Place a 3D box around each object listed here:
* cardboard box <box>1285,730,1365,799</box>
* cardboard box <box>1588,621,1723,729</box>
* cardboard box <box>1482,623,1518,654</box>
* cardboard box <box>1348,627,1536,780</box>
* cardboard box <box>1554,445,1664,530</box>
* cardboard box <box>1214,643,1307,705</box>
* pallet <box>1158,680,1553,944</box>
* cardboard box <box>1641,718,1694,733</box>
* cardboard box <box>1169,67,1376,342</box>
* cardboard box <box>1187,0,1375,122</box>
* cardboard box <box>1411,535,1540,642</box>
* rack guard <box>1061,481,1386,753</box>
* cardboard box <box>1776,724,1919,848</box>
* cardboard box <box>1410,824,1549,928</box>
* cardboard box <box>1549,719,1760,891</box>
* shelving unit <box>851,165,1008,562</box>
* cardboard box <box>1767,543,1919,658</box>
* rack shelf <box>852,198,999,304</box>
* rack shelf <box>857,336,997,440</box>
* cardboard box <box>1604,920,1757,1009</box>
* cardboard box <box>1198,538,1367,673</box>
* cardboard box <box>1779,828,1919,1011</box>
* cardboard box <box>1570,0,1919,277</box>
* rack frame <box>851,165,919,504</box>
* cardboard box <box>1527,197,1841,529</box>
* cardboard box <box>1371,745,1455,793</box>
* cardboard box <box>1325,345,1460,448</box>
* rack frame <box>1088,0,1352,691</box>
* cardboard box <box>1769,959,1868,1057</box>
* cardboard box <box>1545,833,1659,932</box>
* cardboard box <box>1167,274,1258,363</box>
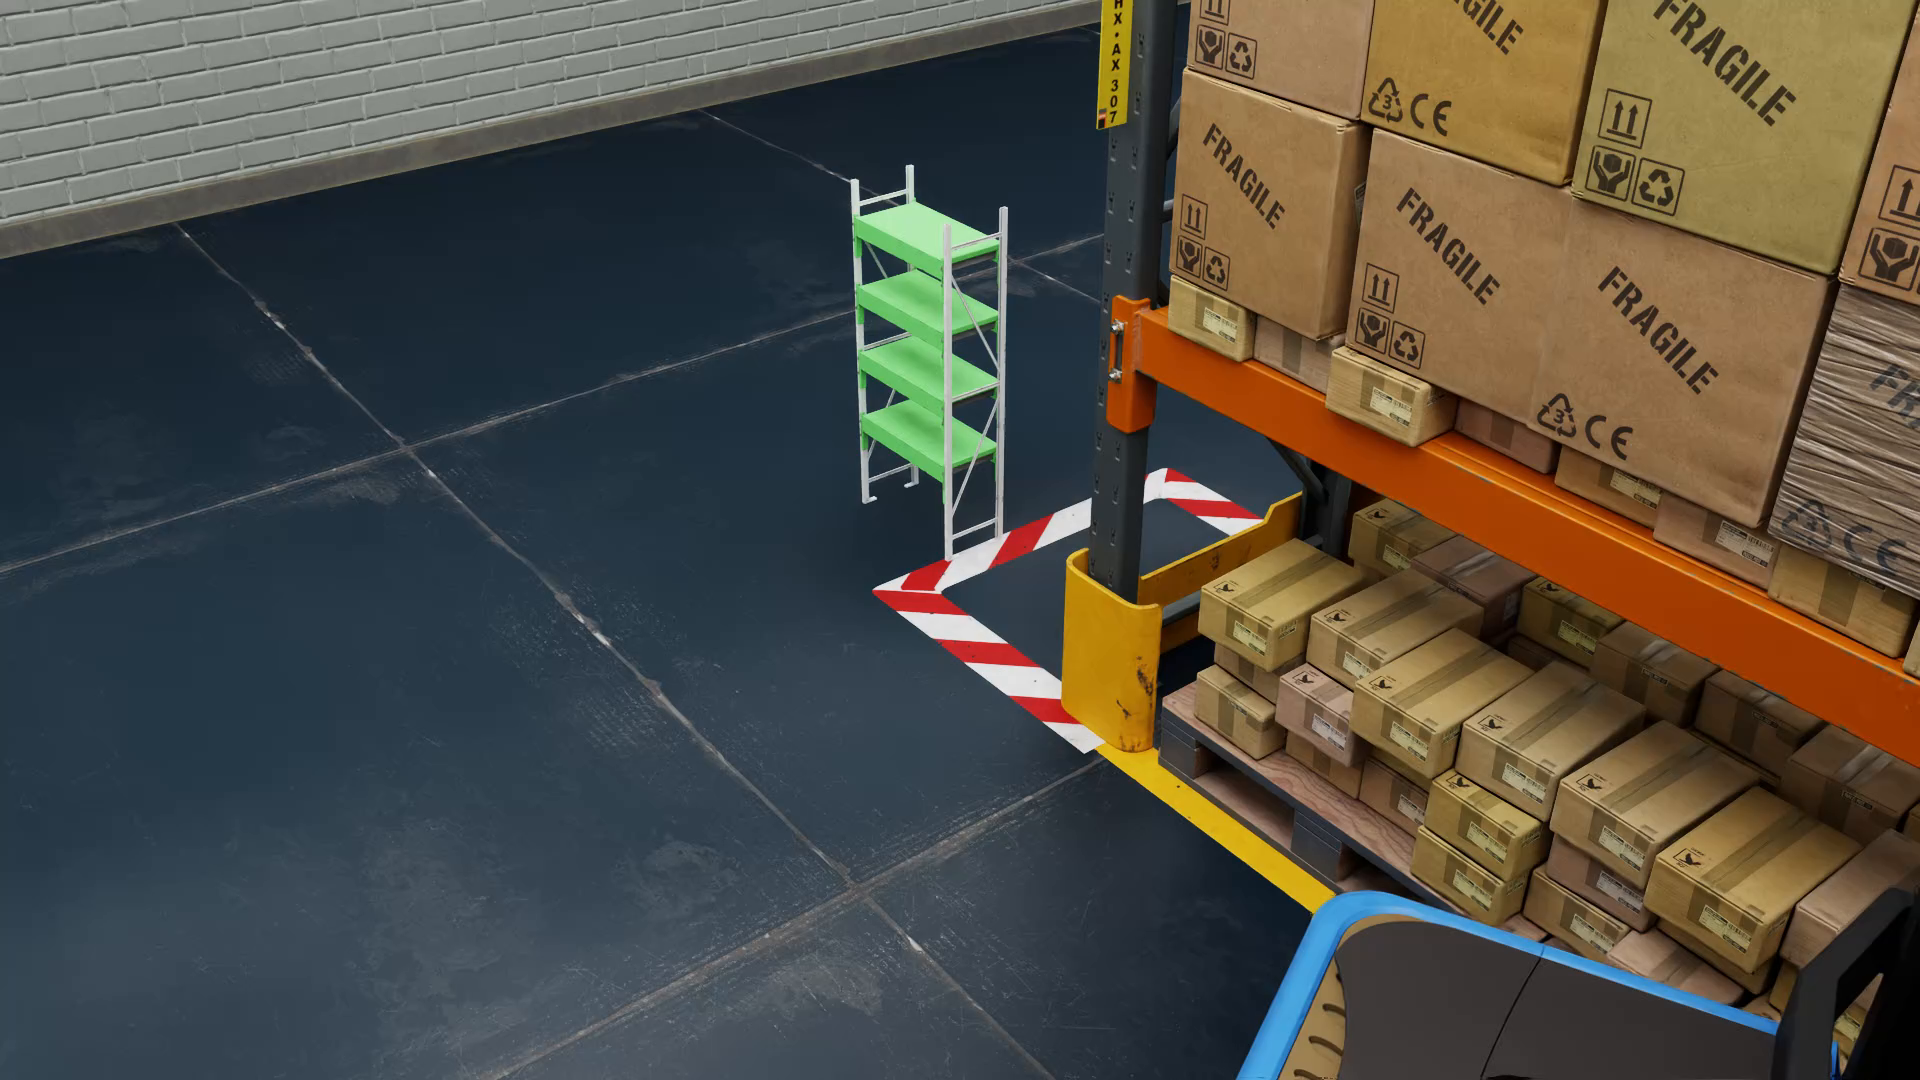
[{"bbox_3d":[1.089,0.495,4.413,0.380,0.149,0.250,-22,38,-32],"label":"cardboard box"},{"bbox_3d":[1.797,0.295,4.171,0.380,0.149,0.250,-24,39,-33],"label":"cardboard box"},{"bbox_3d":[1.462,0.219,4.577,0.380,0.149,0.250,-23,39,-32],"label":"cardboard box"},{"bbox_3d":[1.166,0.389,4.021,0.380,0.149,0.250,-22,38,-32],"label":"cardboard box"},{"bbox_3d":[1.461,-0.187,3.446,0.380,0.149,0.250,-23,38,-32],"label":"cardboard box"},{"bbox_3d":[0.914,0.266,4.501,0.380,0.149,0.250,-21,37,-29],"label":"cardboard box"},{"bbox_3d":[1.312,0.625,4.544,1.003,0.211,1.213,-22,38,-31],"label":"pallet"},{"bbox_3d":[1.748,0.454,4.199,0.380,0.149,0.250,-23,38,-32],"label":"cardboard box"},{"bbox_3d":[0.853,-0.834,3.873,0.500,0.500,0.500,-20,37,-29],"label":"cardboard box"},{"bbox_3d":[0.861,-1.262,3.615,0.500,0.500,0.500,-23,38,-32],"label":"cardboard box"},{"bbox_3d":[1.429,0.100,4.486,0.380,0.149,0.250,-21,38,-30],"label":"cardboard box"},{"bbox_3d":[0.842,0.152,5.032,1.175,0.500,0.348,-22,38,-31],"label":"rack guard"},{"bbox_3d":[2.080,0.535,3.786,0.380,0.149,0.250,-24,39,-33],"label":"cardboard box"},{"bbox_3d":[1.317,0.739,4.022,0.380,0.149,0.250,-22,38,-31],"label":"cardboard box"},{"bbox_3d":[1.546,0.584,3.707,0.380,0.149,0.250,-21,37,-30],"label":"cardboard box"},{"bbox_3d":[-0.102,-0.579,5.545,0.258,1.200,0.503,-22,38,-31],"label":"shelving unit"},{"bbox_3d":[1.732,0.040,3.081,0.380,0.149,0.250,-21,37,-30],"label":"cardboard box"},{"bbox_3d":[-0.102,-0.932,5.325,0.258,0.148,0.480,-22,38,-31],"label":"rack shelf"},{"bbox_3d":[-0.102,-0.524,5.578,0.258,0.148,0.480,-22,38,-31],"label":"rack shelf"},{"bbox_3d":[1.633,0.946,3.688,0.380,0.149,0.250,-24,39,-34],"label":"cardboard box"},{"bbox_3d":[0.848,0.166,4.379,0.380,0.149,0.250,-24,39,-33],"label":"cardboard box"},{"bbox_3d":[1.901,0.782,3.387,0.380,0.149,0.250,-22,38,-31],"label":"cardboard box"},{"bbox_3d":[1.477,-0.830,2.919,0.500,0.500,0.500,-23,39,-32],"label":"cardboard box"},{"bbox_3d":[-0.251,-0.680,5.708,0.240,1.200,0.015,-22,38,-31],"label":"rack frame"},{"bbox_3d":[1.491,-0.411,3.192,0.500,0.500,0.500,-22,38,-31],"label":"cardboard box"},{"bbox_3d":[1.257,0.472,4.169,0.380,0.149,0.250,-22,38,-31],"label":"cardboard box"},{"bbox_3d":[1.047,-0.372,3.744,0.380,0.149,0.250,-23,39,-33],"label":"cardboard box"},{"bbox_3d":[0.796,-0.942,4.423,1.000,3.000,0.127,-22,38,-31],"label":"rack frame"},{"bbox_3d":[1.924,0.909,3.465,0.380,0.149,0.250,-20,37,-29],"label":"cardboard box"},{"bbox_3d":[1.567,0.694,3.812,0.380,0.149,0.250,-24,39,-34],"label":"cardboard box"},{"bbox_3d":[0.735,-0.594,4.101,0.380,0.149,0.250,-23,38,-32],"label":"cardboard box"}]
